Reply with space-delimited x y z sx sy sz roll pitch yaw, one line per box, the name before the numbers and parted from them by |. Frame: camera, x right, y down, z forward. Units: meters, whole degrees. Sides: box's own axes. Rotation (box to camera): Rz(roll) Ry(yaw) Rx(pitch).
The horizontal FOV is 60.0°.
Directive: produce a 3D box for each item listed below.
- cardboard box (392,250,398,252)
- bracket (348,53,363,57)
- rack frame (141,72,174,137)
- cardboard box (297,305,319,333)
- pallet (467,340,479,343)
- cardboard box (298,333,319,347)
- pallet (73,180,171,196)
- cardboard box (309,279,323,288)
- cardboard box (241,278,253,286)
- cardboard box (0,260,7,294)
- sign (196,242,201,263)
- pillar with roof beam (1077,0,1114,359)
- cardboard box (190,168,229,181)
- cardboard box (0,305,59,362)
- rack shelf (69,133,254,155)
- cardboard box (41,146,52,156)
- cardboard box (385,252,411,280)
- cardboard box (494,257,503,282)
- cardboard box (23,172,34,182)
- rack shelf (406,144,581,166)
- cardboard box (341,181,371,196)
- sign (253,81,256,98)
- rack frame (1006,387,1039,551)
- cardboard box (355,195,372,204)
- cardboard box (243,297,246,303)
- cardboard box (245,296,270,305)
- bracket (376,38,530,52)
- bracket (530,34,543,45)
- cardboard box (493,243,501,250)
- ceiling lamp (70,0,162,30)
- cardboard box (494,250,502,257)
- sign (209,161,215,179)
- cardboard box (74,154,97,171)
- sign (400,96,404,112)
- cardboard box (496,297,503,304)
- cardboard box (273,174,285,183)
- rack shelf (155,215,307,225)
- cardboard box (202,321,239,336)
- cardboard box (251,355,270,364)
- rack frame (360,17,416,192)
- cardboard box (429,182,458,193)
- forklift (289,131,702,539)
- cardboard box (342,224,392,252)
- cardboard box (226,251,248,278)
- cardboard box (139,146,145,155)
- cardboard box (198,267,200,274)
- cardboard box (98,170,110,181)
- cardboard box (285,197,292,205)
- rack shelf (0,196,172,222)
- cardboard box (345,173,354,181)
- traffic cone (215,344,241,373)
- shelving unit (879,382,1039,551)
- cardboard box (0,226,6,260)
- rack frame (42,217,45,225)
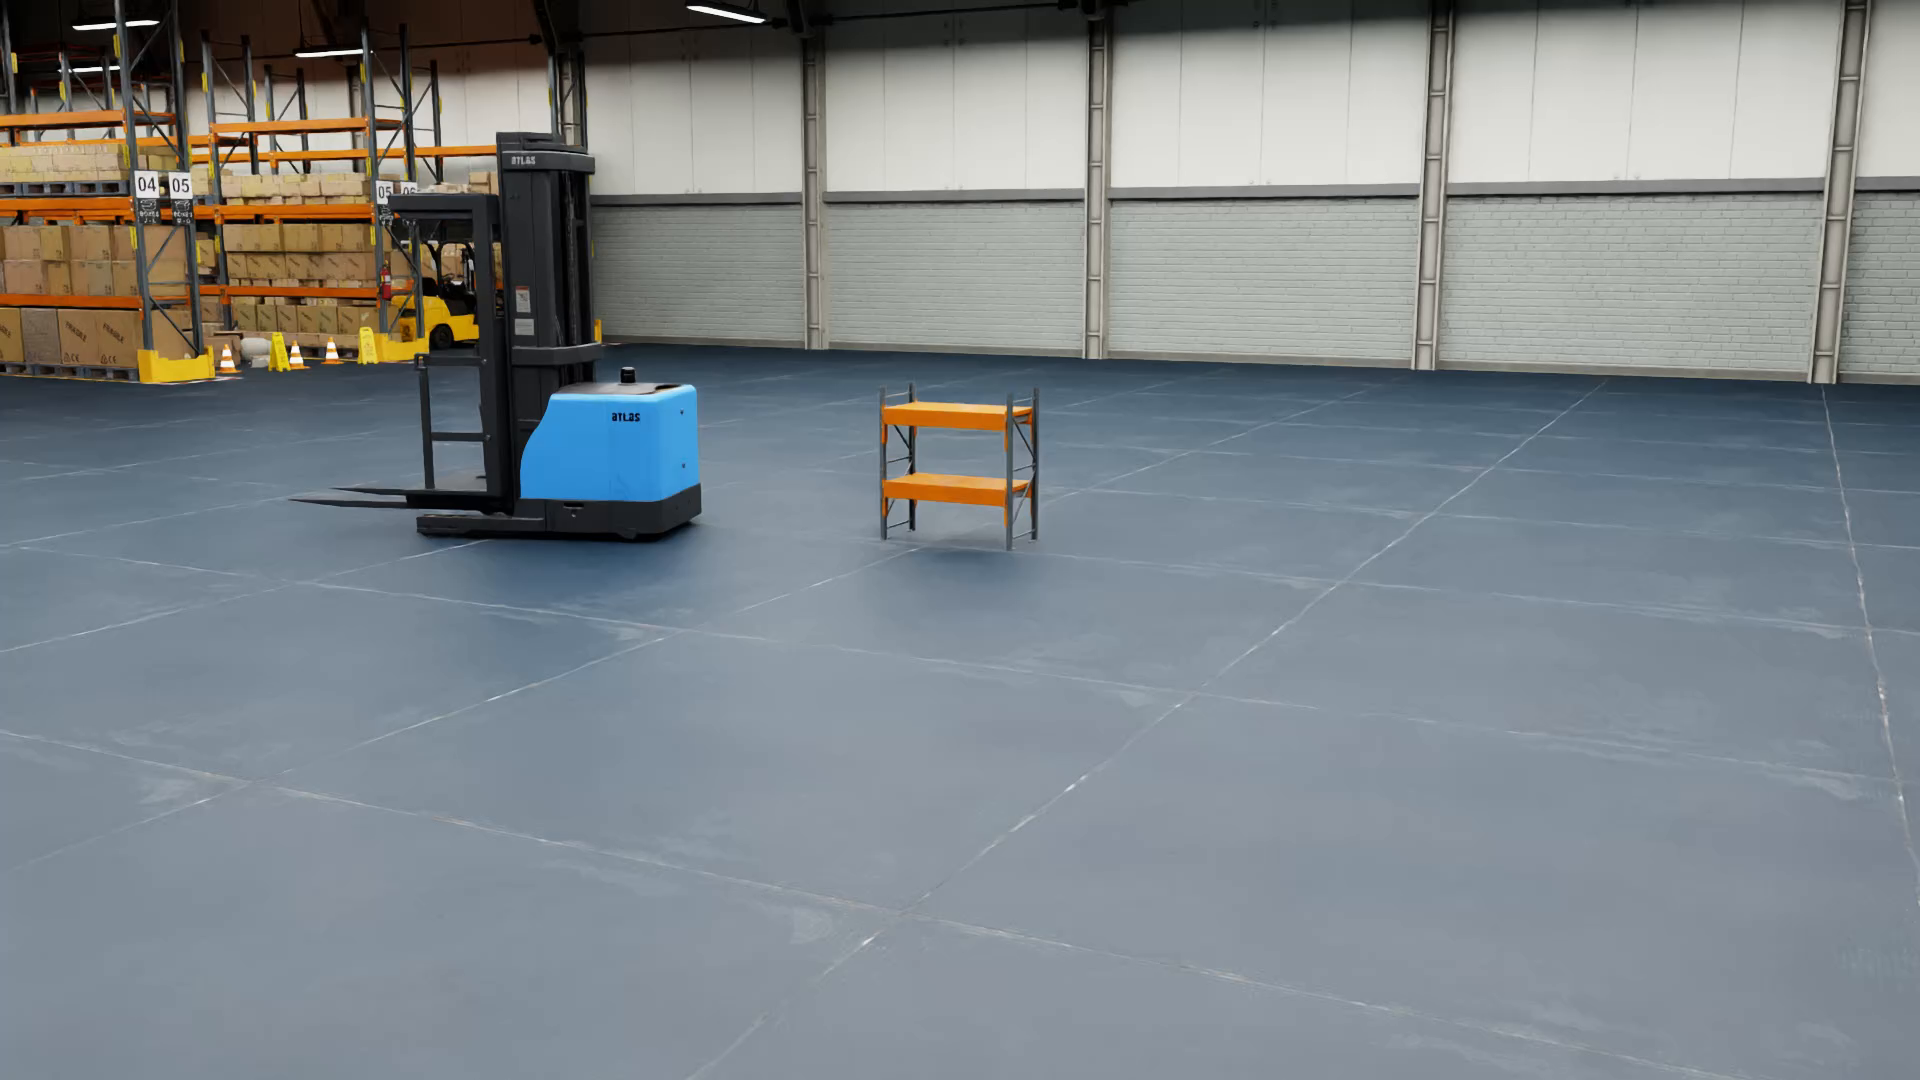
cardboard box | -12.260 -6.283 36.423 0.250 0.149 0.380 5 11 25
bracket | -13.420 -10.896 37.061 0.430 0.232 0.235 5 11 26
rack frame | -18.791 -9.488 39.389 0.127 3.000 1.000 5 11 26
cardboard box | -11.975 -4.123 31.026 0.500 0.500 0.500 5 11 24
pallet | -9.824 -4.369 35.775 1.213 0.211 1.003 5 11 26
cardboard box | -11.999 -3.755 31.094 0.500 0.250 0.500 5 11 24
pallet | -12.992 -5.488 25.959 1.213 0.211 1.003 5 11 26
cardboard box | -11.830 -4.759 30.808 0.250 0.149 0.380 5 11 25
cardboard box | -13.419 -4.902 31.596 0.250 0.149 0.380 5 12 27
cardboard box | -15.573 -4.361 27.483 0.550 0.550 0.875 5 11 26
sign | -12.071 -4.552 26.308 0.005 0.325 0.100 5 11 26
pillar with roof beam | 0.602 -7.108 26.239 0.548 9.000 9.100 5 11 26
cardboard box | -14.385 -6.993 31.863 0.500 0.250 0.500 5 12 27
cardboard box | -15.376 -3.415 27.462 0.875 0.875 0.875 5 11 27
rack shelf | -15.603 -7.672 32.495 4.000 0.370 1.077 5 11 26
cardboard box | -14.142 -6.092 26.054 0.250 0.149 0.380 5 11 26
cardboard box | -10.524 -5.075 30.732 0.500 0.500 0.500 5 11 25
cardboard box | -9.508 -5.720 35.129 0.500 0.500 0.500 5 11 25
cardboard box | -14.590 -5.740 26.344 0.250 0.149 0.380 5 11 26
rack shelf | -9.823 -8.150 35.135 4.000 0.370 1.077 5 11 26
cardboard box | -10.800 -6.344 30.021 0.500 0.250 0.500 5 11 25
sign | -13.553 -8.649 31.905 0.005 0.325 0.100 5 11 26
rack frame | 0.450 -0.514 11.912 0.032 1.125 0.500 5 11 26
cardboard box | -10.666 -6.134 29.981 0.250 0.149 0.380 5 11 26
cardboard box | -16.450 -5.588 38.701 0.250 0.149 0.380 5 12 27
cardboard box | -13.314 -4.546 31.539 0.250 0.149 0.380 5 11 27
bracket | -11.095 -10.692 35.931 4.783 0.066 0.076 5 11 26
bracket | -8.784 -10.489 34.810 0.430 0.232 0.235 5 11 26
cardboard box | -9.633 -6.185 35.043 0.250 0.149 0.380 5 12 27
ceiling lamp | -14.655 -10.578 29.018 2.000 3.185 0.800 5 11 26
cardboard box | -9.625 -6.039 35.073 0.250 0.149 0.380 5 11 26
sign | -14.052 -6.948 31.219 0.005 0.325 0.100 5 11 26
cardboard box | -13.333 -5.837 25.763 0.500 0.250 0.500 5 11 26
sign | -11.846 -9.269 35.332 0.005 0.325 0.100 5 11 26
cardboard box | -9.498 -5.000 35.170 0.500 0.250 0.500 5 11 27
cardboard box | -12.479 -6.687 30.799 0.250 0.149 0.380 5 11 25
rack shelf | -16.997 -7.501 38.849 4.000 0.370 1.077 5 11 26
cardboard box | -14.281 -4.067 32.481 0.625 0.372 0.950 5 11 27
cardboard box | -12.291 -3.176 29.358 0.380 0.149 0.250 -7 12 -33
rack frame | -10.222 -7.750 29.782 0.127 3.000 1.000 5 11 26
cardboard box | -10.978 -7.490 35.557 0.500 0.311 0.500 5 12 27
forklift | -3.582 -1.548 12.554 3.031 2.935 1.130 2 10 9
cardboard box | -10.777 -5.491 30.222 0.500 0.500 0.700 5 11 24
cardboard box | -13.538 -5.229 31.585 0.500 0.500 0.500 5 11 26
cardboard box | -12.705 -6.097 26.079 0.250 0.149 0.380 5 11 26
cardboard box | -14.622 -5.216 32.154 0.250 0.149 0.380 5 11 24
cardboard box | -12.995 -5.600 25.570 0.250 0.149 0.380 5 11 26
cardboard box | -12.253 -6.280 30.788 0.250 0.149 0.380 5 11 26
rack shelf | -14.115 -5.279 26.572 4.000 0.370 1.077 5 11 26
cardboard box | -10.870 -6.548 30.034 0.250 0.149 0.380 5 12 27
traffic cone | -12.170 -3.020 27.615 0.334 0.463 0.336 5 11 26
shelving unit | -0.006 -0.554 12.133 1.048 1.125 0.538 5 11 26
cardboard box | -15.593 -4.885 27.346 0.550 0.550 0.875 5 11 26
rack frame | -22.378 -6.852 41.665 0.127 3.000 1.000 5 11 26
